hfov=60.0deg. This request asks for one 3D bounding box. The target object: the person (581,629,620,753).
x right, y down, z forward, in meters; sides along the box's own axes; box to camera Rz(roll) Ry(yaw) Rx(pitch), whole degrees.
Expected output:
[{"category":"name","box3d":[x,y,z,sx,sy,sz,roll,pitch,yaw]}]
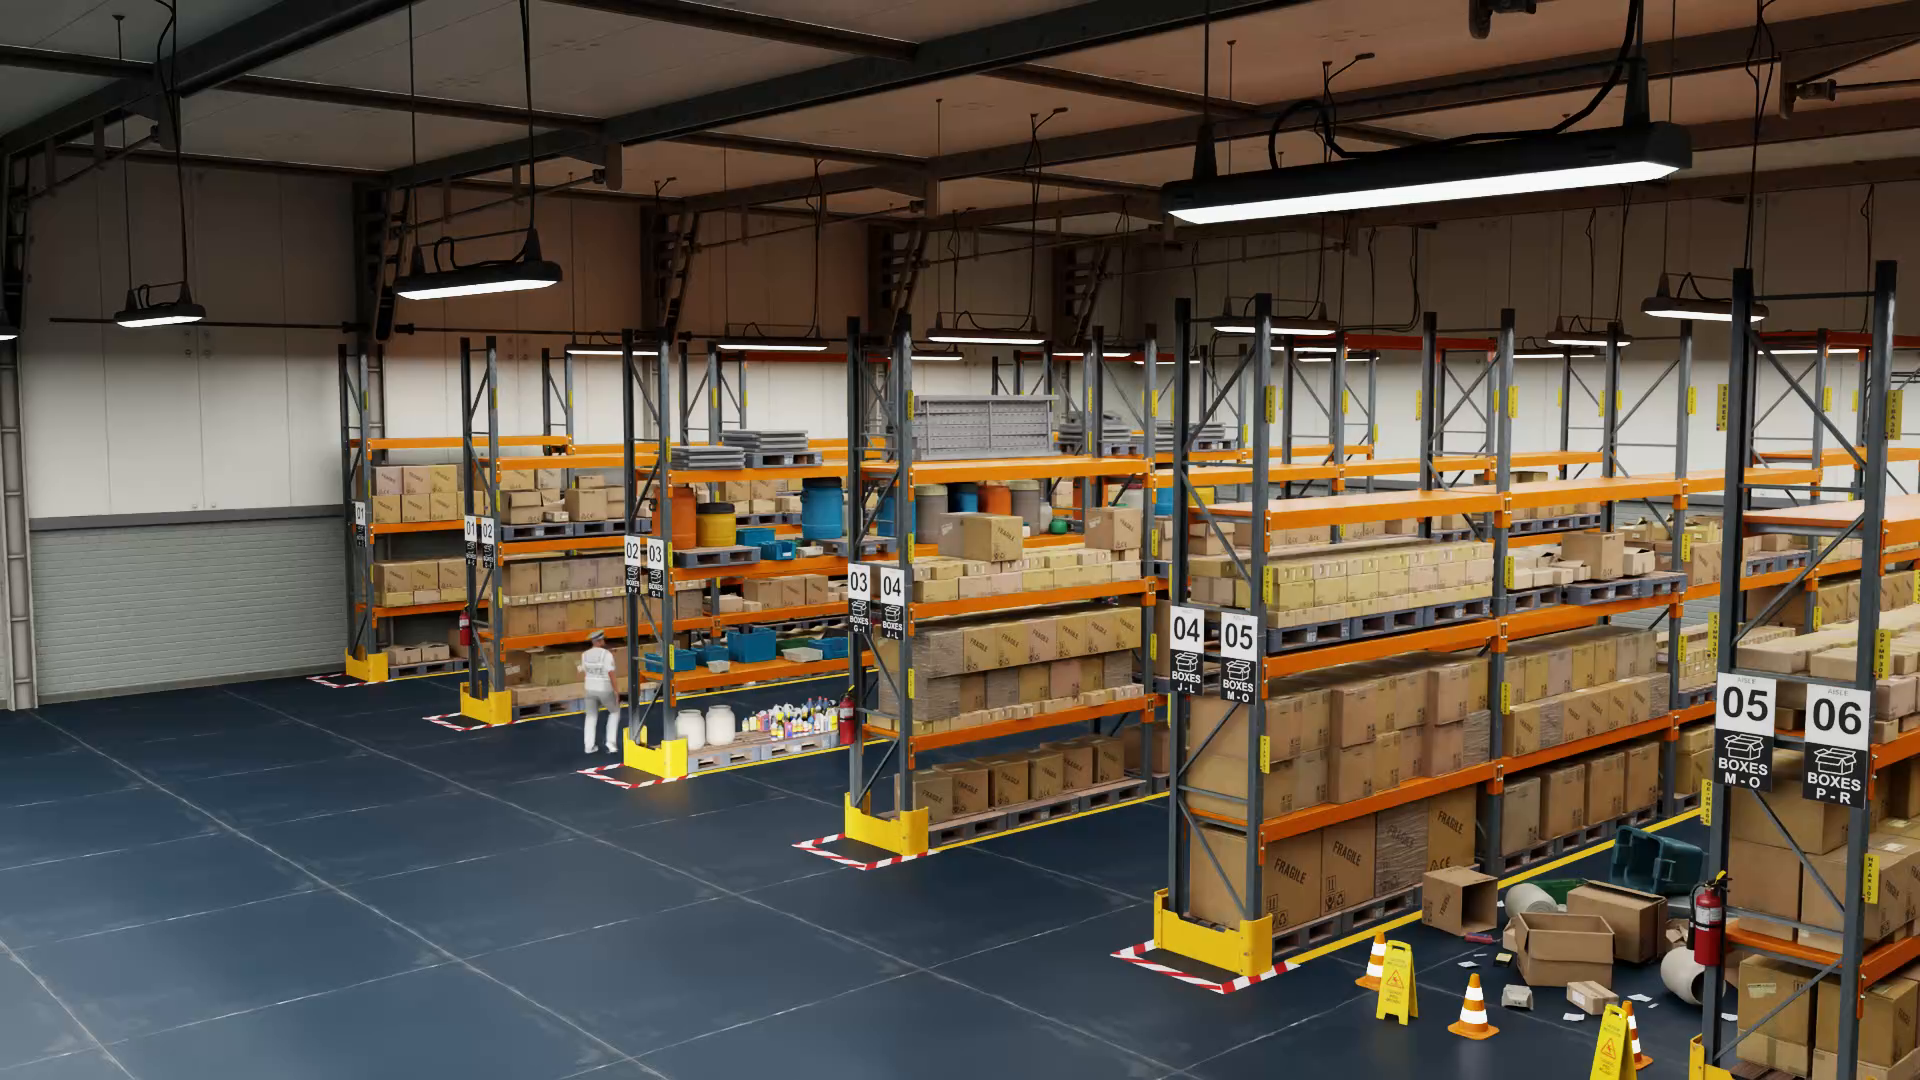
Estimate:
[{"category":"person","box3d":[-5.143,2.191,23.847,0.575,1.835,0.615,0,5,5]}]
